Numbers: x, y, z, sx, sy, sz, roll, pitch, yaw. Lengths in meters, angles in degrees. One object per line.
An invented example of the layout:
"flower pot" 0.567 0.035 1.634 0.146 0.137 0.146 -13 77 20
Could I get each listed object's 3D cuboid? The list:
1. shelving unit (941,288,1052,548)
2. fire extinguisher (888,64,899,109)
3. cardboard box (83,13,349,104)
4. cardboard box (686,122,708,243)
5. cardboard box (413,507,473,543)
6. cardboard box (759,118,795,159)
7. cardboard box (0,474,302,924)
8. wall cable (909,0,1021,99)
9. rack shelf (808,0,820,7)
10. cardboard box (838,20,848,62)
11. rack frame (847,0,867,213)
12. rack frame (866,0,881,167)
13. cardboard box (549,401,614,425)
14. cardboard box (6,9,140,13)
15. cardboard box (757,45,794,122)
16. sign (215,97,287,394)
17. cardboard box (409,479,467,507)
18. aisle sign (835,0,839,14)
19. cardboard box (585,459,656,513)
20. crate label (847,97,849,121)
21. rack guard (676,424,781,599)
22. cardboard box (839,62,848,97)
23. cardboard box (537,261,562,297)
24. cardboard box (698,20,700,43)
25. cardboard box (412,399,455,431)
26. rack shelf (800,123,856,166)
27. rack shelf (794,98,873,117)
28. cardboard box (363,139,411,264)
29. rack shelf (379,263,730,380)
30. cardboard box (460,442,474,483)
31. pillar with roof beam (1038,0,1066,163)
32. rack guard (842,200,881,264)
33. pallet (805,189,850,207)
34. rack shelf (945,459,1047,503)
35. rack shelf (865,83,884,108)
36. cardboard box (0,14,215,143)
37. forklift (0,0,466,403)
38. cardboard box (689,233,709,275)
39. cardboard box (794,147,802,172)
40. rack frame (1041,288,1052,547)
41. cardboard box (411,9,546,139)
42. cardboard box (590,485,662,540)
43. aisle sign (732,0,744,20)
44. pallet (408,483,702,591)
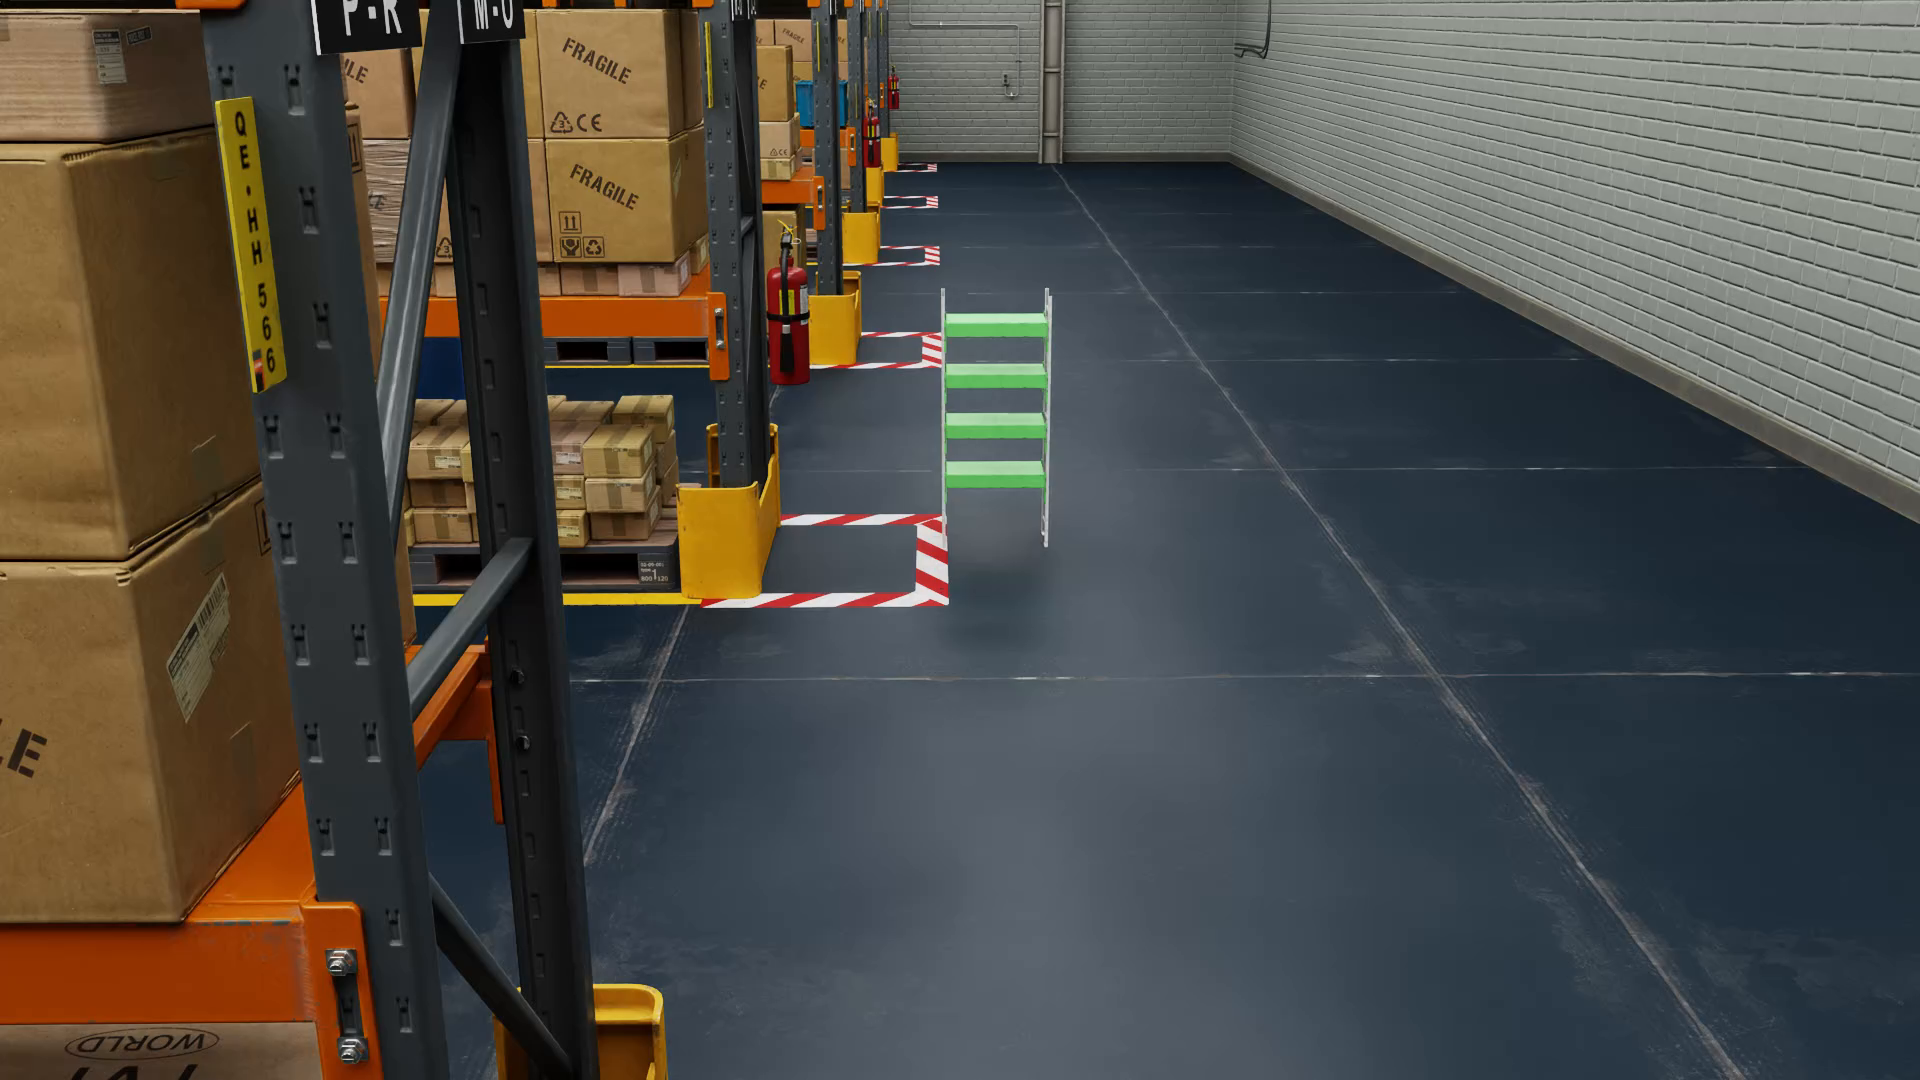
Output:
"shelving unit" 0.166 -0.572 7.867 0.503 1.200 0.258 0 18 -1
"fire extinguisher" -1.035 -7.049 25.848 0.183 0.674 0.296 0 18 -1
"cardboard box" -1.162 -0.754 2.624 0.250 0.149 0.380 0 18 0
"cardboard box" -1.435 -1.621 7.540 0.500 0.500 0.500 1 18 2
"cardboard box" -2.273 -0.114 7.471 0.250 0.149 0.380 0 18 0
"cardboard box" -1.439 -2.852 11.786 0.500 0.250 0.500 -1 18 -2
"cardboard box" -1.281 0.197 2.358 0.500 0.500 0.500 0 18 -1
"wall cable" 0.072 -8.182 26.981 1.851 1.984 0.084 0 18 -1
"rack shelf" -2.959 -3.941 11.690 4.000 0.370 1.077 0 18 -1
"cardboard box" -1.552 -6.328 21.063 0.500 0.500 0.500 0 18 -1
"rack frame" -1.037 -4.378 16.784 0.127 3.000 1.000 0 18 -1
"rack frame" -1.112 -5.891 21.500 0.127 3.000 1.000 0 18 -1
"cardboard box" -1.785 -0.539 7.822 0.250 0.149 0.380 0 18 0
"cardboard box" -3.504 -1.924 6.846 0.500 0.500 0.500 0 18 0
"cardboard box" -1.442 -3.210 11.673 0.500 0.500 0.500 0 18 0
"sign" -0.808 -0.337 1.903 0.005 0.325 0.100 0 18 -1
"cardboard box" -2.295 -0.271 7.475 0.250 0.149 0.380 0 18 -2
"aisle sign" -0.892 -4.195 11.958 0.004 0.787 0.394 0 18 -1
"cardboard box" -1.505 -0.244 7.390 0.250 0.149 0.380 -1 18 -2
"crate label" -1.289 -4.426 17.110 0.303 0.233 0.416 0 18 -1
"rack guard" -1.058 -0.159 7.725 0.348 0.500 1.175 0 18 -1
"cardboard box" -1.555 -5.853 21.219 0.500 0.500 0.500 0 18 1
"cardboard box" -1.803 -1.147 7.122 0.250 0.149 0.380 0 18 -1
"cardboard box" -3.089 -6.319 21.035 0.500 0.500 0.500 0 18 1
"cardboard box" -2.563 -0.552 7.862 0.250 0.149 0.380 0 18 1
"rack shelf" -3.037 -4.026 16.864 4.000 0.370 1.077 0 18 -1
"rack shelf" -3.111 -5.538 21.580 4.000 0.370 1.077 0 18 -1
"cardboard box" -2.449 -1.452 7.012 0.500 0.500 0.500 0 18 -1
"rack shelf" -2.981 -0.997 7.424 4.000 0.370 1.077 0 18 -1
"cardboard box" -2.016 -0.372 7.301 0.250 0.149 0.380 -1 18 -2
"pillar with roof beam" 1.560 -9.223 22.065 0.400 9.000 9.100 0 18 -1
"rack guard" -1.013 -3.192 17.178 0.348 0.500 1.175 0 18 -1
"pallet" -1.985 -4.558 21.912 1.213 0.211 1.003 0 18 -1
"rack shelf" 0.166 -0.283 7.960 0.480 0.148 0.258 0 18 -1
"rack shelf" -3.193 -7.051 26.296 4.000 0.370 1.077 0 18 -1
"cardboard box" -1.158 -0.608 2.170 0.250 0.149 0.380 0 18 0
"forklift" -4.169 -1.691 8.520 3.031 2.935 1.130 -8 20 -24
"cardboard box" -1.311 -1.329 7.690 0.250 0.149 0.380 0 18 -1
"cardboard box" -1.319 -2.844 12.415 0.250 0.149 0.380 0 18 0
"rack frame" 0.410 -0.573 7.870 0.015 1.200 0.240 0 18 -1
"cardboard box" -1.942 -1.934 6.879 0.500 0.500 0.500 -1 18 -3
"cardboard box" -1.505 -0.126 7.509 0.250 0.149 0.380 0 18 0
"aisle sign" -0.904 -2.496 6.663 0.004 0.787 0.394 0 18 -1
"pallet" -1.871 -0.028 7.790 1.213 0.211 1.003 0 18 -1
